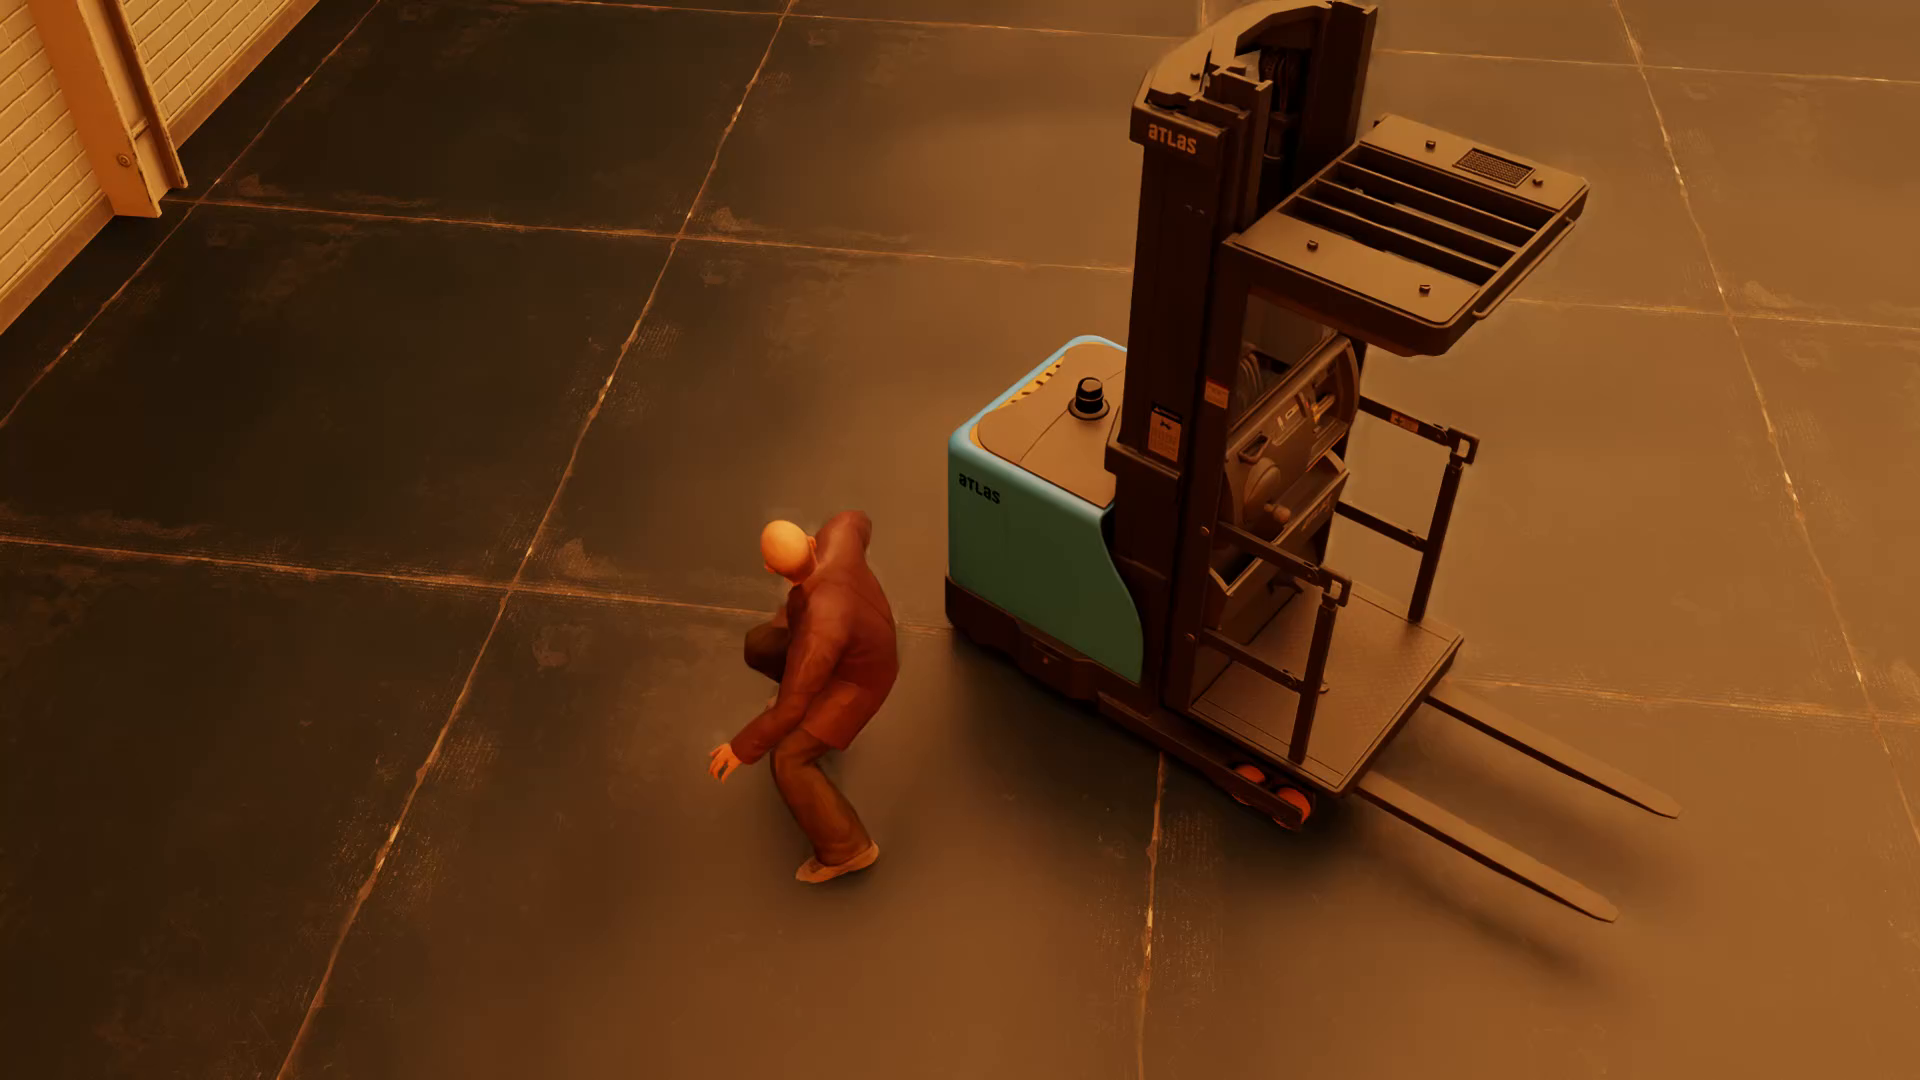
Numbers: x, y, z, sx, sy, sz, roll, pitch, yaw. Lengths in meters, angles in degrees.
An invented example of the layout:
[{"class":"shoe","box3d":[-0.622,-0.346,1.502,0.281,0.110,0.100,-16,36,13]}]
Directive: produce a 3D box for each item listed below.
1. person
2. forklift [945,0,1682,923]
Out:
[{"class":"person","box3d":[-0.585,0.502,6.279,0.711,1.562,0.898,-2,43,-2]},{"class":"forklift","box3d":[1.402,-0.339,6.093,3.031,2.935,1.130,28,50,27]}]
